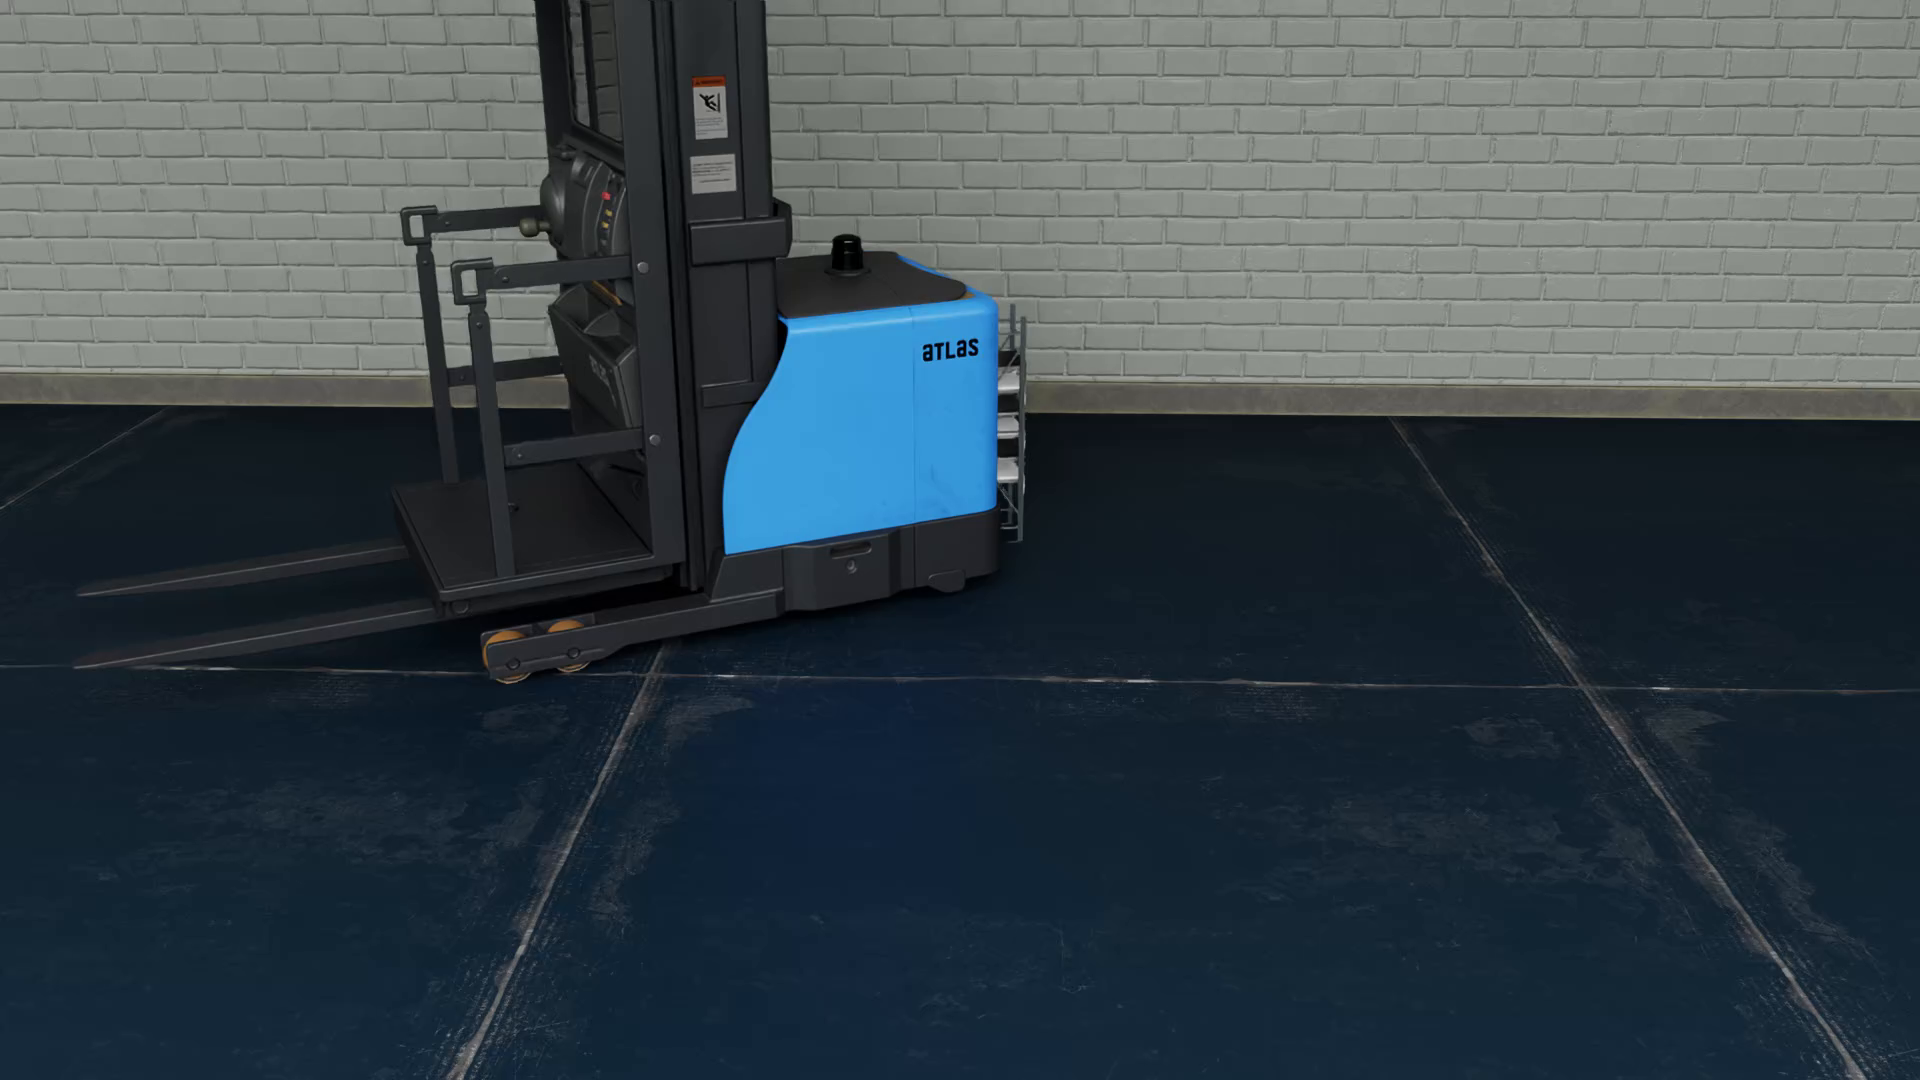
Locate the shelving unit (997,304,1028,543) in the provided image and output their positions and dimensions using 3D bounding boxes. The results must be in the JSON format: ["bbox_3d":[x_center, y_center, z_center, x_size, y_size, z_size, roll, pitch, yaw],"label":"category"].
[{"bbox_3d":[0.110,-0.442,6.423,0.258,0.900,0.210,-3,21,-9],"label":"shelving unit"}]

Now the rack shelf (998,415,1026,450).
[{"bbox_3d":[0.110,-0.411,6.435,0.258,0.077,0.200,-3,21,-9],"label":"rack shelf"}]

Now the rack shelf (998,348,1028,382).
[{"bbox_3d":[0.111,-0.663,6.337,0.258,0.077,0.200,-3,21,-9],"label":"rack shelf"}]

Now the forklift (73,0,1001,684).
[{"bbox_3d":[-1.409,-1.123,5.371,3.031,2.935,1.130,-10,23,-24],"label":"forklift"}]

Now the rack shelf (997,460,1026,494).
[{"bbox_3d":[0.110,-0.243,6.500,0.258,0.077,0.200,-3,21,-9],"label":"rack shelf"}]

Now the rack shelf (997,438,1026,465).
[{"bbox_3d":[0.110,-0.327,6.467,0.258,0.077,0.200,-3,21,-9],"label":"rack shelf"}]

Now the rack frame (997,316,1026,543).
[{"bbox_3d":[0.127,-0.406,6.329,0.240,0.900,0.006,-3,21,-9],"label":"rack frame"}]

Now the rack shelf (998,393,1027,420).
[{"bbox_3d":[0.110,-0.495,6.402,0.258,0.077,0.200,-3,21,-9],"label":"rack shelf"}]

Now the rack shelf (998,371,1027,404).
[{"bbox_3d":[0.111,-0.579,6.370,0.258,0.077,0.200,-3,21,-9],"label":"rack shelf"}]

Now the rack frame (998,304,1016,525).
[{"bbox_3d":[0.093,-0.478,6.516,0.240,0.900,0.006,-3,21,-9],"label":"rack frame"}]
